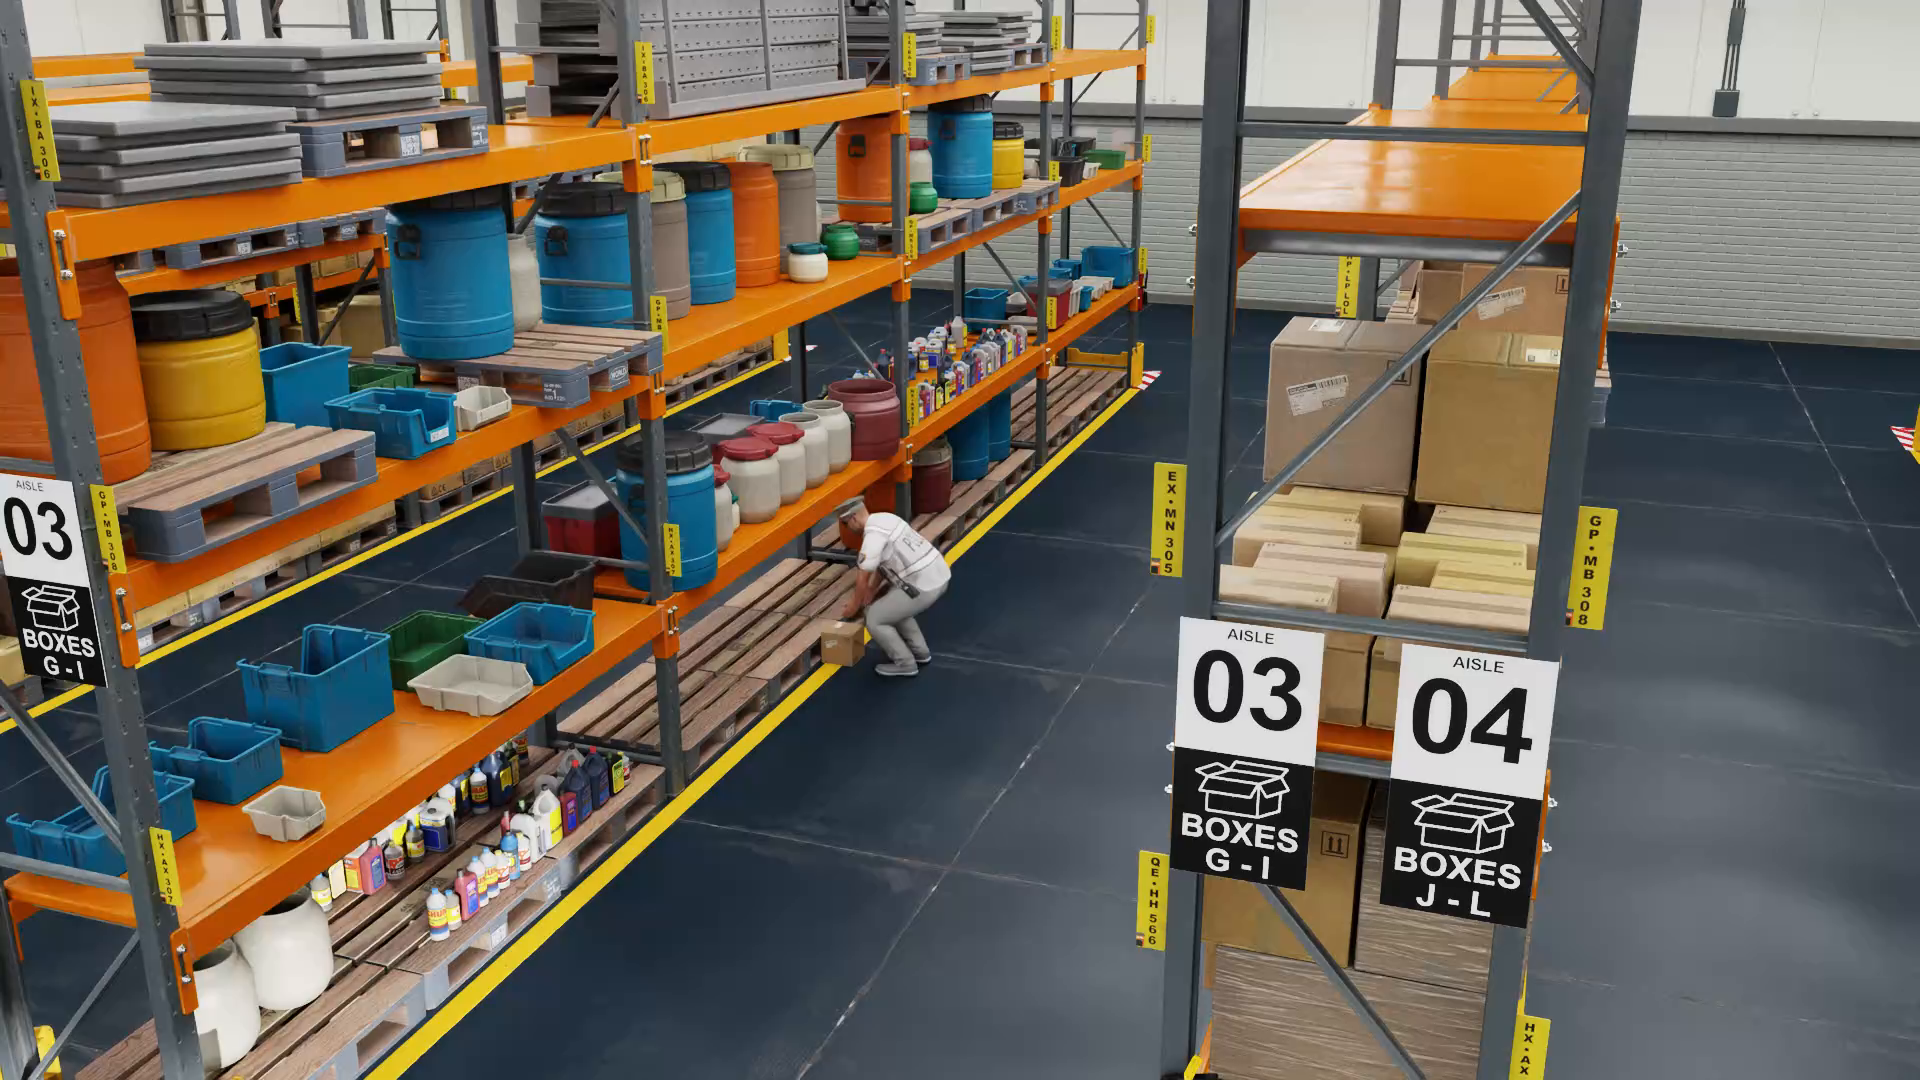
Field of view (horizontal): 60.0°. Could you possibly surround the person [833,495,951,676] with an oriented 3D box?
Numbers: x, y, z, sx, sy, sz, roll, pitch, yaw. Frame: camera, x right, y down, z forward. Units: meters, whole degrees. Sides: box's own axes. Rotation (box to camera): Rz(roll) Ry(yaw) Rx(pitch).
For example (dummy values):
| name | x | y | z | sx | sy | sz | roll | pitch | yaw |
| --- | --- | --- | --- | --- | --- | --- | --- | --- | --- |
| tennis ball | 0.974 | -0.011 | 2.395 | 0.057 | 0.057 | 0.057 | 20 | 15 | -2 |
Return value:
| name | x | y | z | sx | sy | sz | roll | pitch | yaw |
| --- | --- | --- | --- | --- | --- | --- | --- | --- | --- |
| person | -0.511 | 0.332 | 12.247 | 0.855 | 1.321 | 0.588 | 6 | 20 | 18 |
